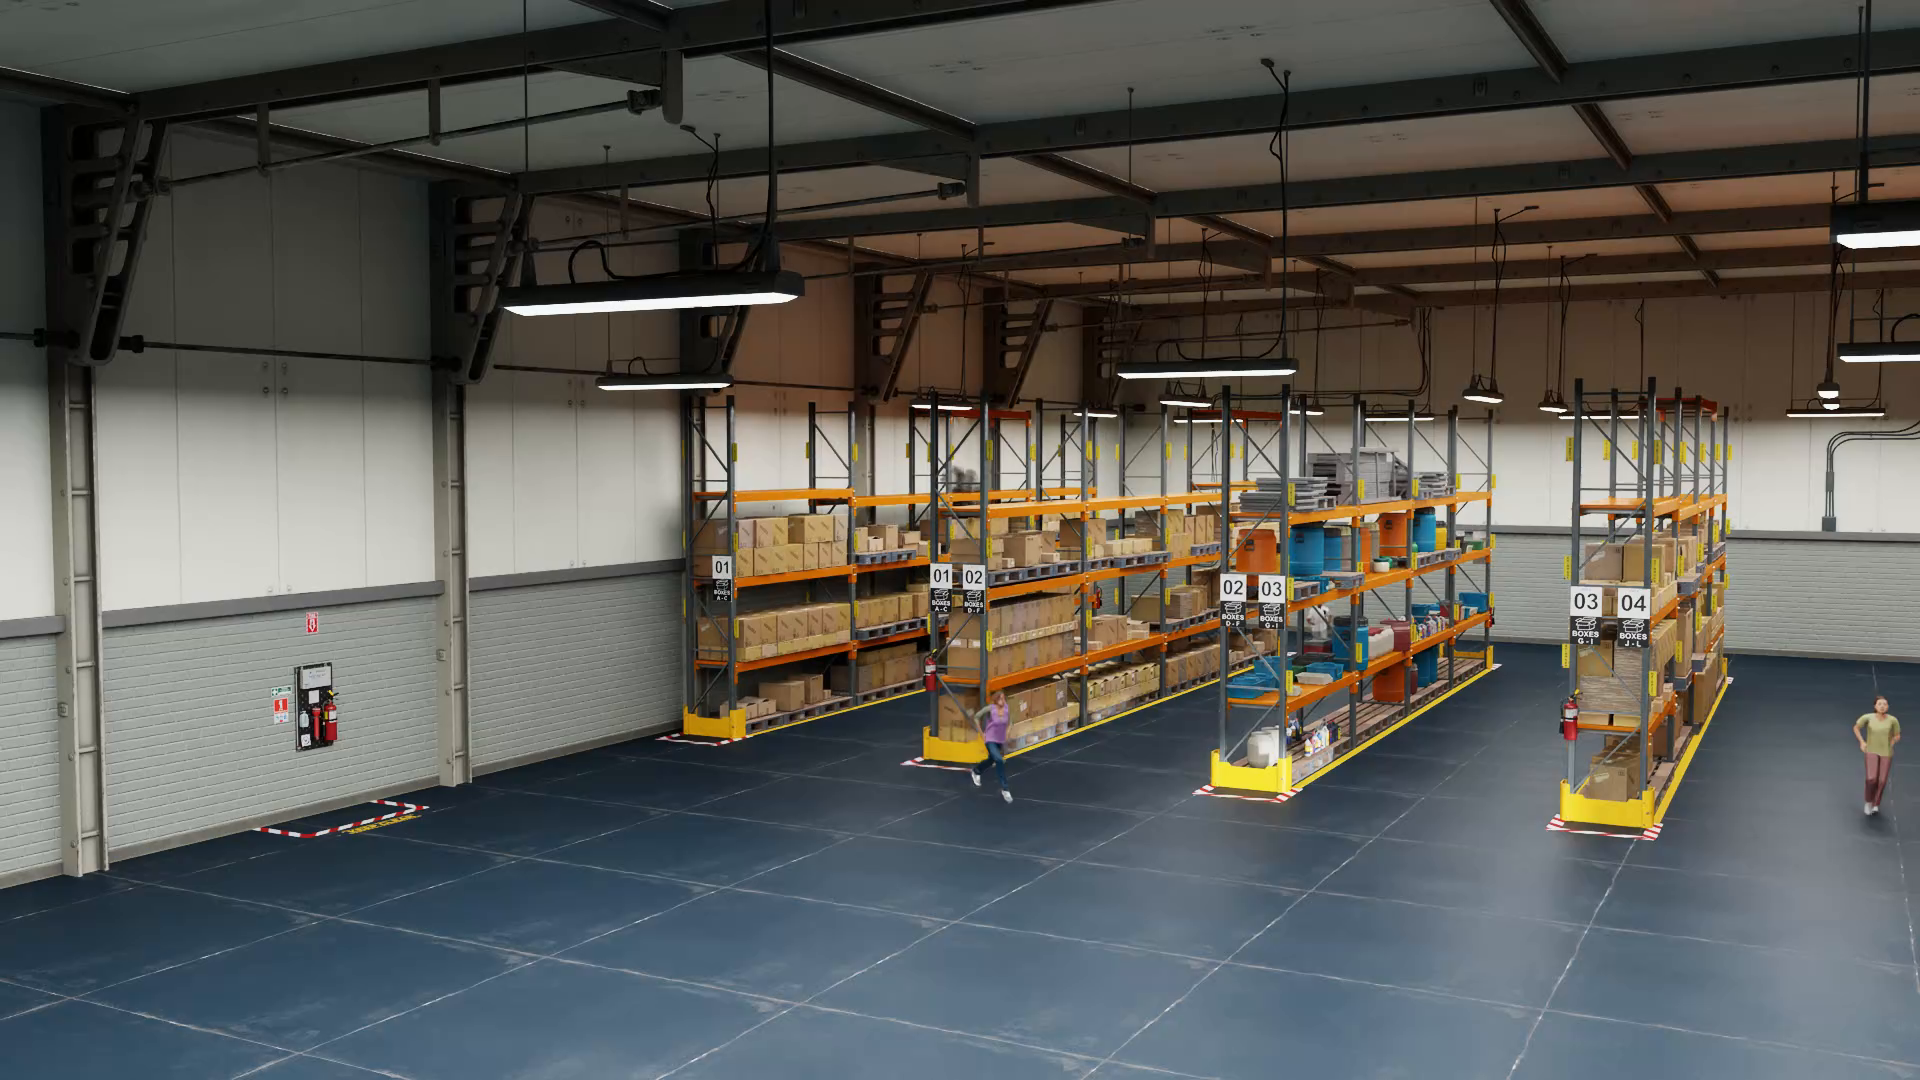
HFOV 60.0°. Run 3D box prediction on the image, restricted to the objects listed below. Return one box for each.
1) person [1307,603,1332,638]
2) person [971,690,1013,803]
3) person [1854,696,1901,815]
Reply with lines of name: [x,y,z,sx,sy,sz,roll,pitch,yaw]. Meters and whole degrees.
person: [8.336,2.128,38.609,0.560,1.710,0.922,1,3,16]
person: [0.462,2.947,24.146,0.541,1.588,0.997,-2,4,-37]
person: [12.639,2.965,22.886,0.554,1.650,0.630,1,3,19]
